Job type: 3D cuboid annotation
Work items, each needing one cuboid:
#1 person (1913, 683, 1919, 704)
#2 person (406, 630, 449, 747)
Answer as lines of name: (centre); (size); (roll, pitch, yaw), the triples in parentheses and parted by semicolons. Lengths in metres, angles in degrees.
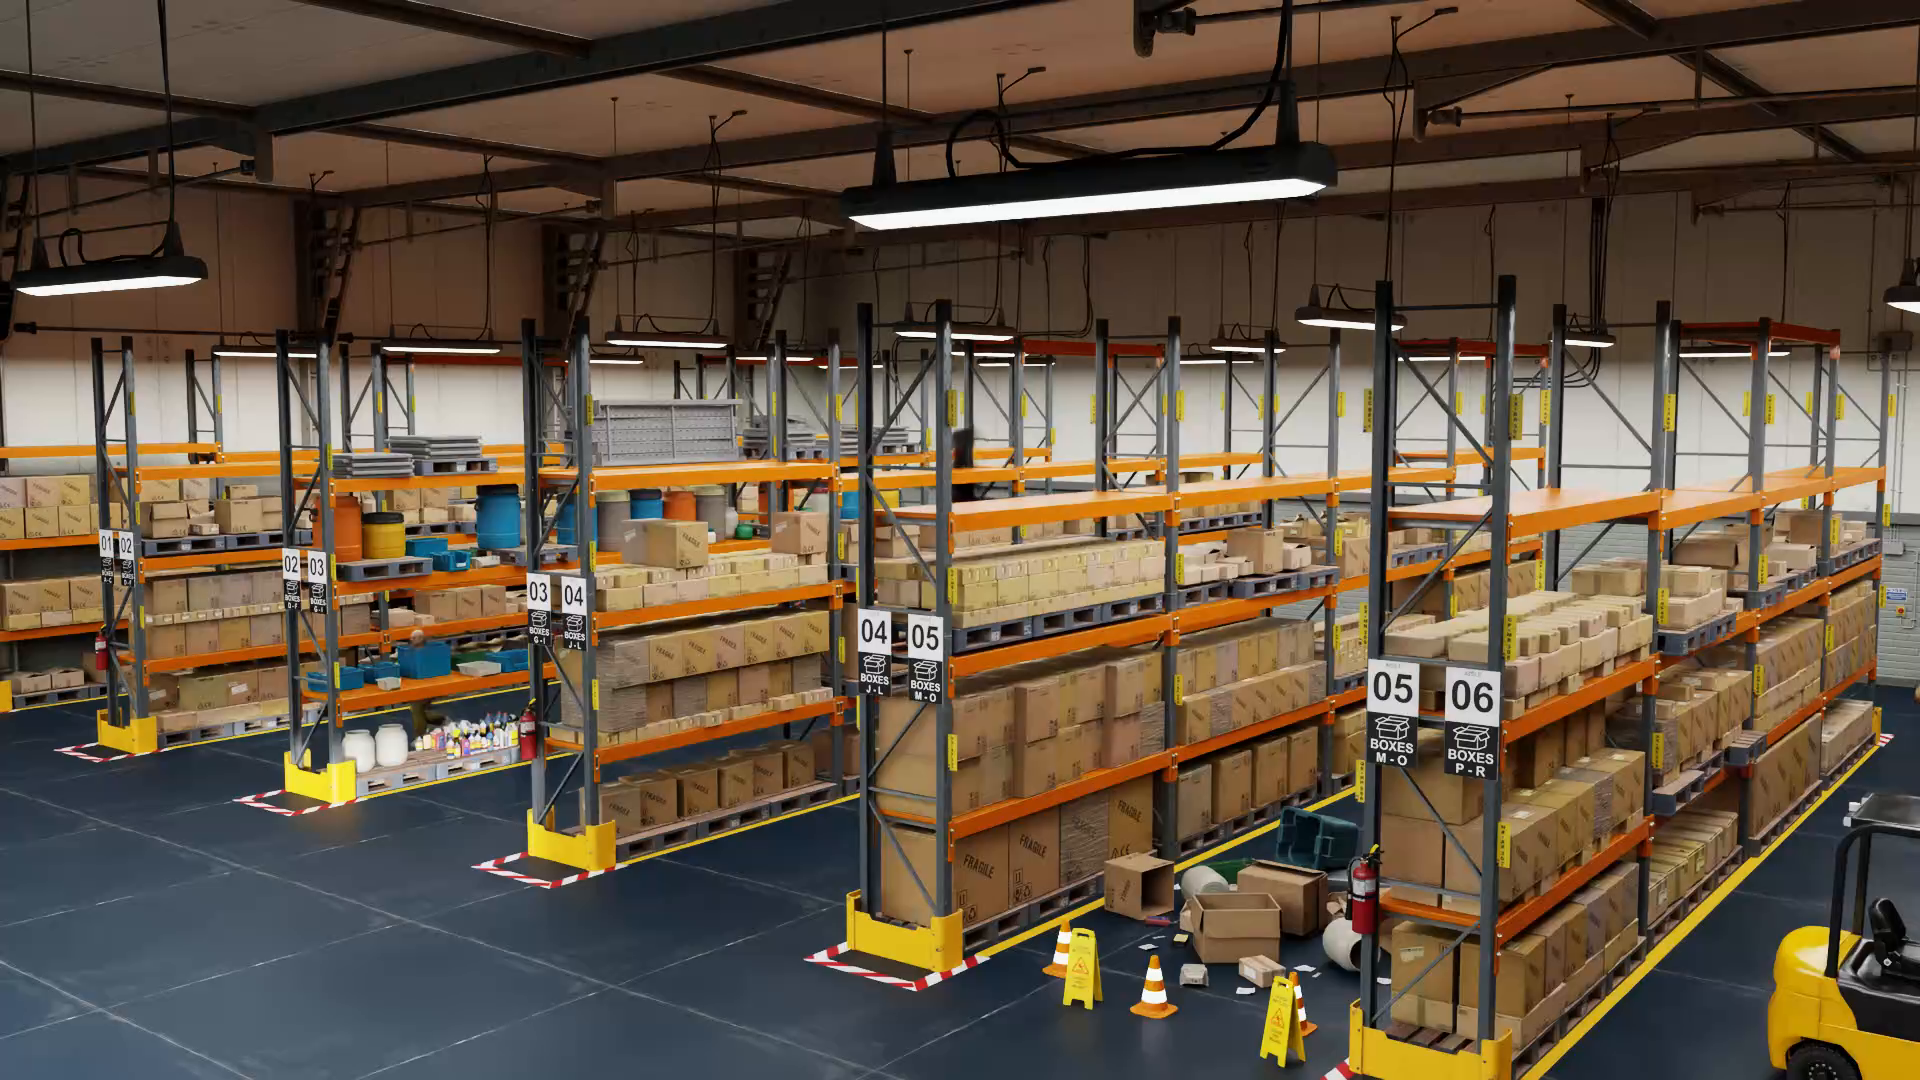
person: (13.044, 2.415, 22.175); (0.610, 1.631, 0.672); (3, 6, 30)
person: (-7.897, 2.192, 24.656); (0.695, 1.693, 0.708); (3, 6, 32)
